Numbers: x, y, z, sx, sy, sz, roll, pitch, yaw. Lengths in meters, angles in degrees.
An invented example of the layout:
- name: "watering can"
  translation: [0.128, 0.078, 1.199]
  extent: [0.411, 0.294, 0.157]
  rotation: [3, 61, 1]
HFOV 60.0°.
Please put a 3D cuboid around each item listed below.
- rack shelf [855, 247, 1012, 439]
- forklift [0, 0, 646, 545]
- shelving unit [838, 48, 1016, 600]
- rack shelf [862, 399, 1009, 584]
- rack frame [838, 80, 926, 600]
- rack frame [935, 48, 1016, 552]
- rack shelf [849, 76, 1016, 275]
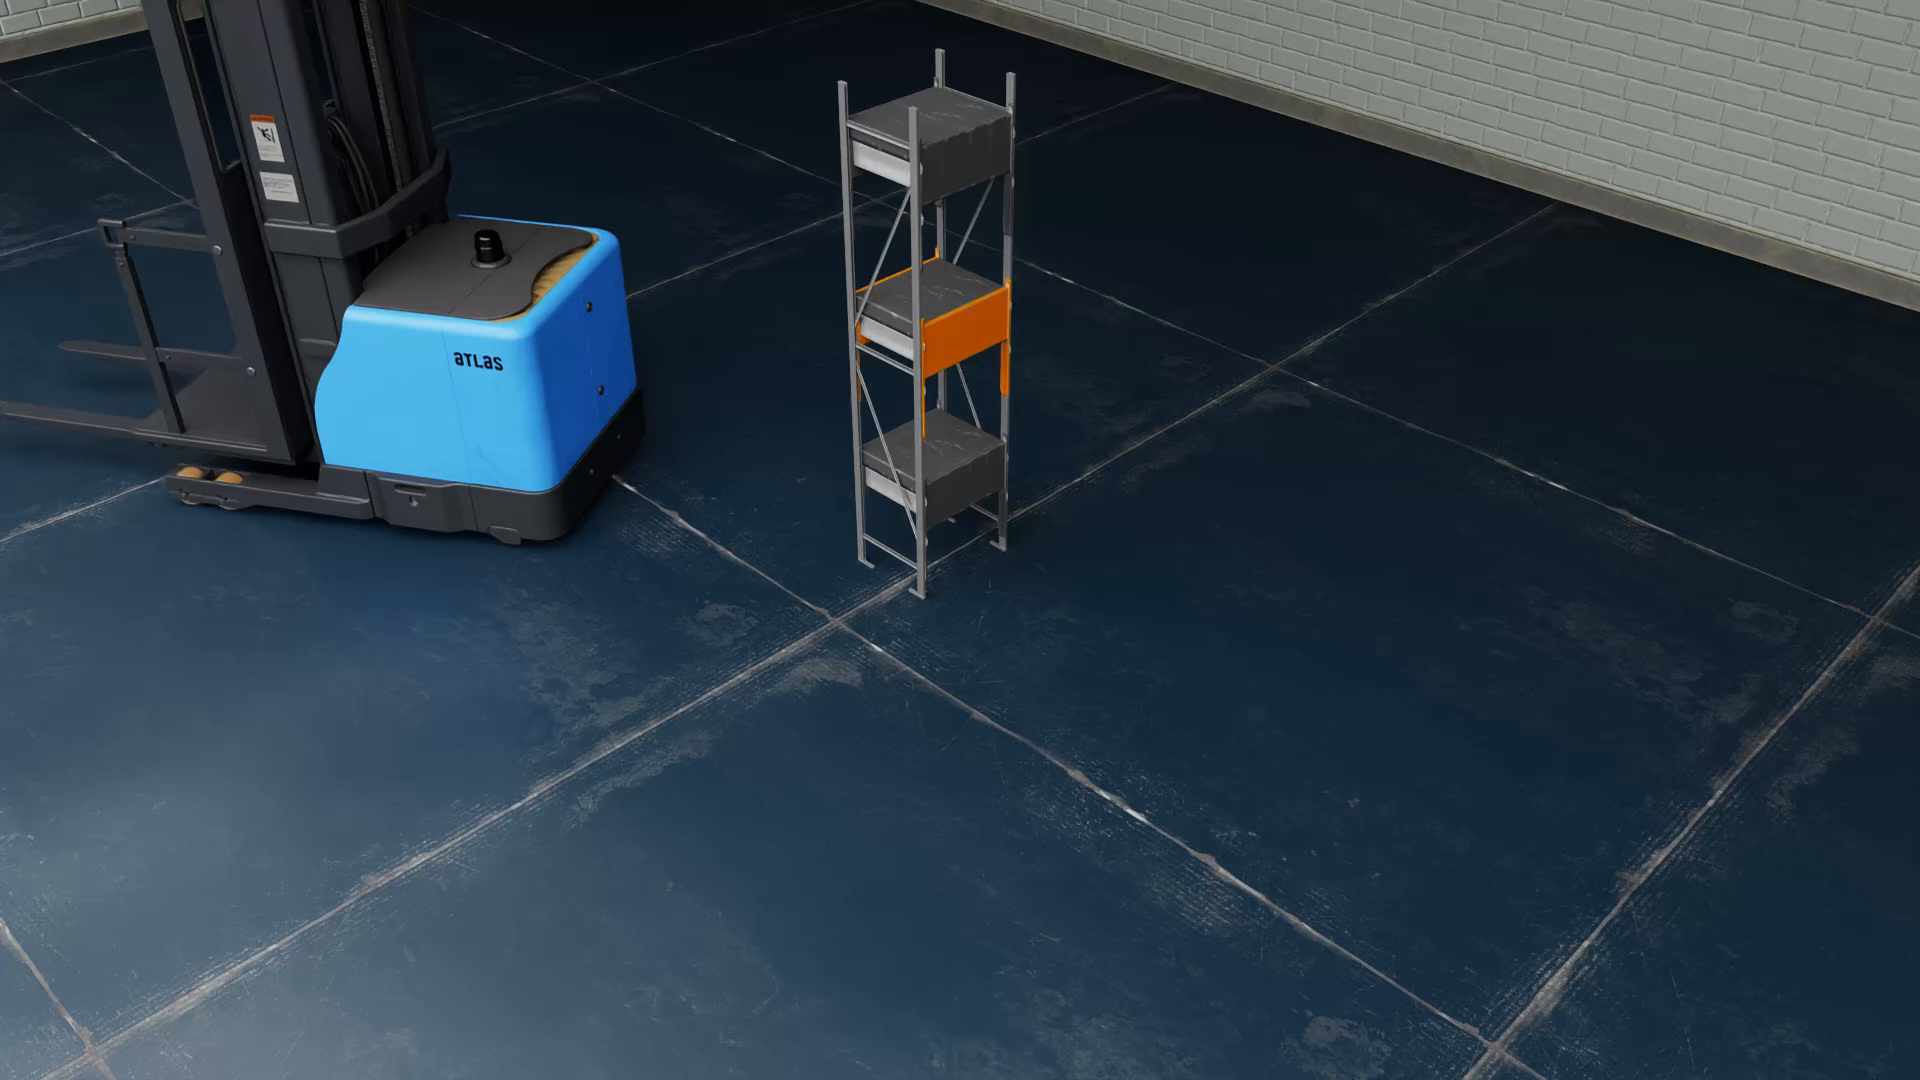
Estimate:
- name: "rack shelf"
  translation: [-0.117, -0.783, 6.561]
  extent: [0.431, 0.518, 0.480]
  rotation: [30, 45, 35]
- name: "forklift"
  translation: [-3.061, -1.620, 7.011]
  extent: [3.031, 2.935, 1.130]
  rotation: [8, 36, 11]
- name: "shelving unit"
  translation: [-0.117, -0.794, 6.553]
  extent: [0.431, 2.100, 0.503]
  rotation: [30, 45, 35]
- name: "rack shelf"
  translation: [-0.117, -0.209, 6.961]
  extent: [0.431, 0.518, 0.480]
  rotation: [30, 45, 35]
- name: "rack frame"
  translation: [-0.289, -0.695, 6.411]
  extent: [0.400, 2.100, 0.015]
  rotation: [30, 45, 35]
- name: "rack frame"
  translation: [0.055, -0.893, 6.695]
  extent: [0.400, 2.100, 0.015]
  rotation: [30, 45, 35]
- name: "rack shelf"
  translation: [-0.117, -1.357, 6.160]
  extent: [0.431, 0.518, 0.480]
  rotation: [30, 45, 35]
